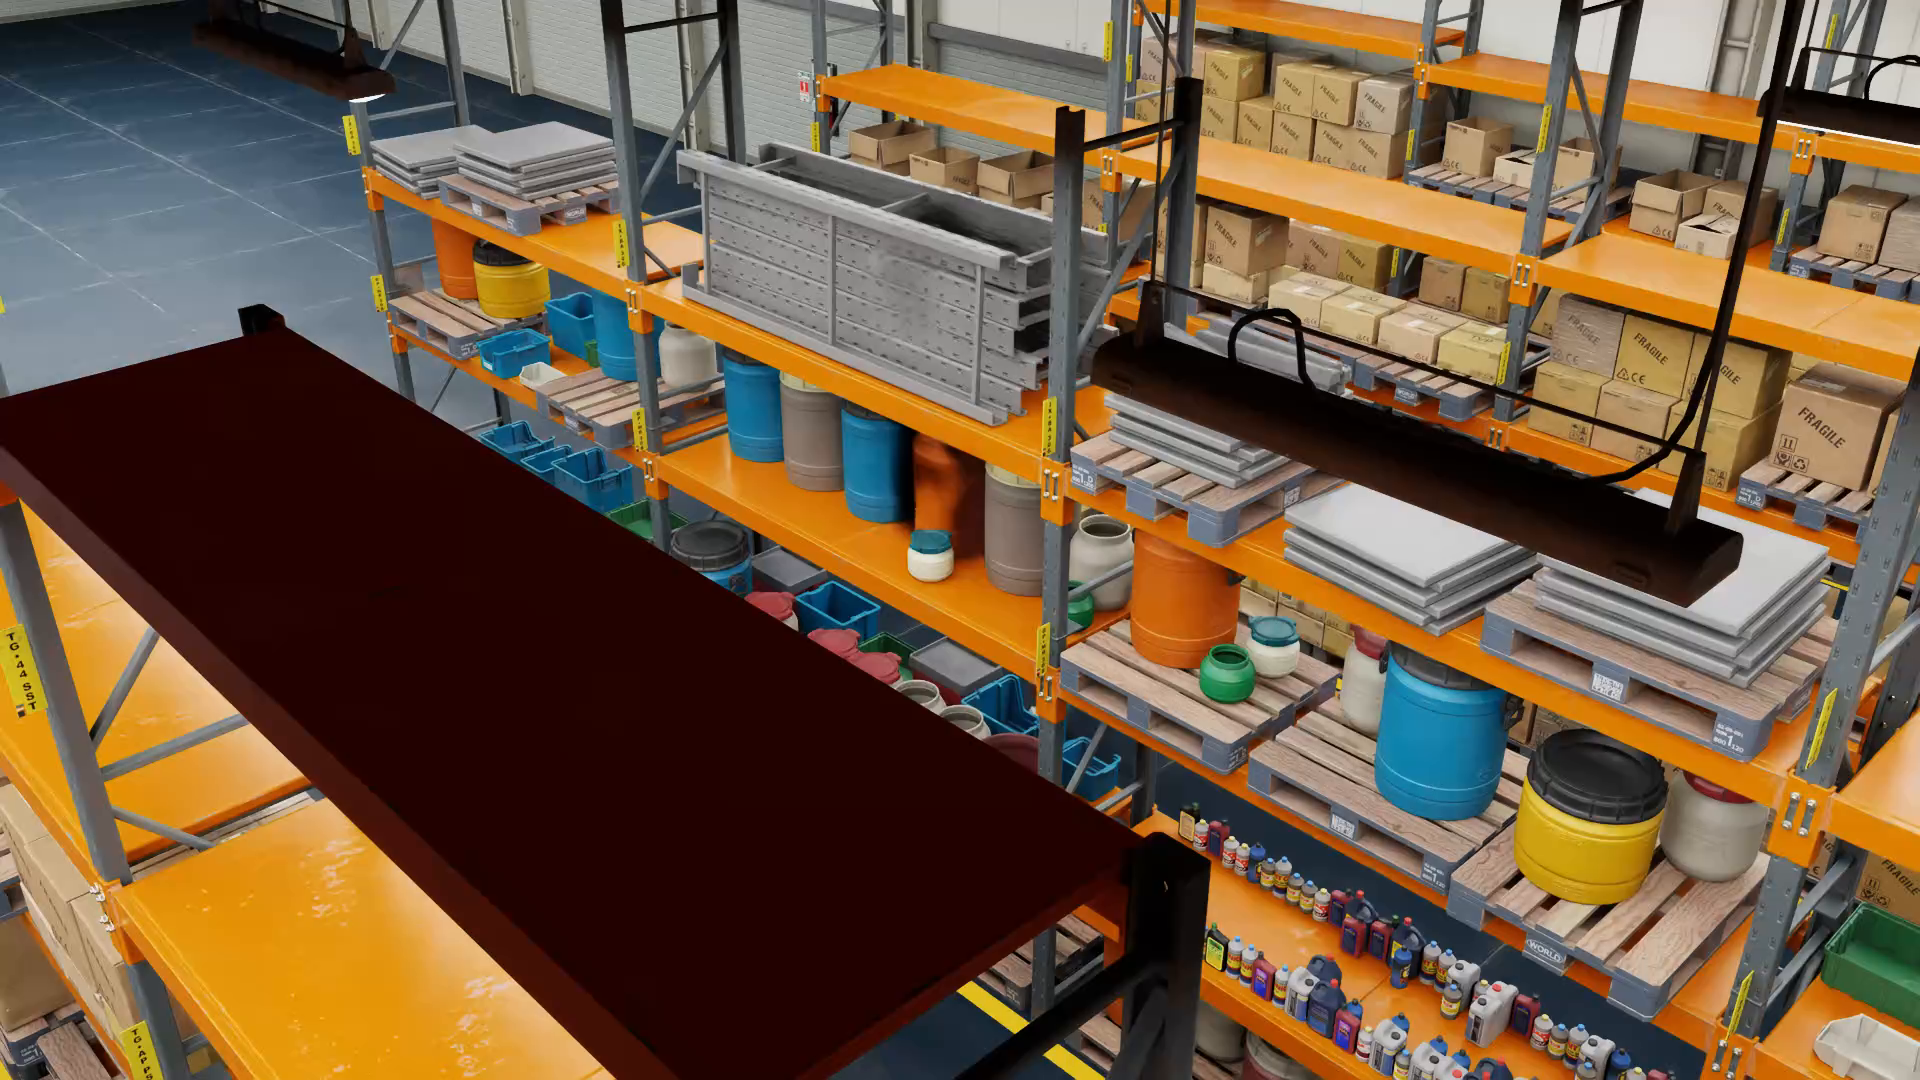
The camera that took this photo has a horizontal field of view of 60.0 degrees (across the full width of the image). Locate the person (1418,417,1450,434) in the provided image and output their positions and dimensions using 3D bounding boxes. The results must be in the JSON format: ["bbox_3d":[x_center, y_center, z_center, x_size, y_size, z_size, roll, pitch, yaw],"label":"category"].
[{"bbox_3d":[4.433,-0.495,15.979,0.602,1.772,0.833,-19,34,-32],"label":"person"}]

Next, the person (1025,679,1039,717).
[{"bbox_3d":[0.630,0.751,13.711,0.579,1.630,0.545,-21,34,-33],"label":"person"}]
